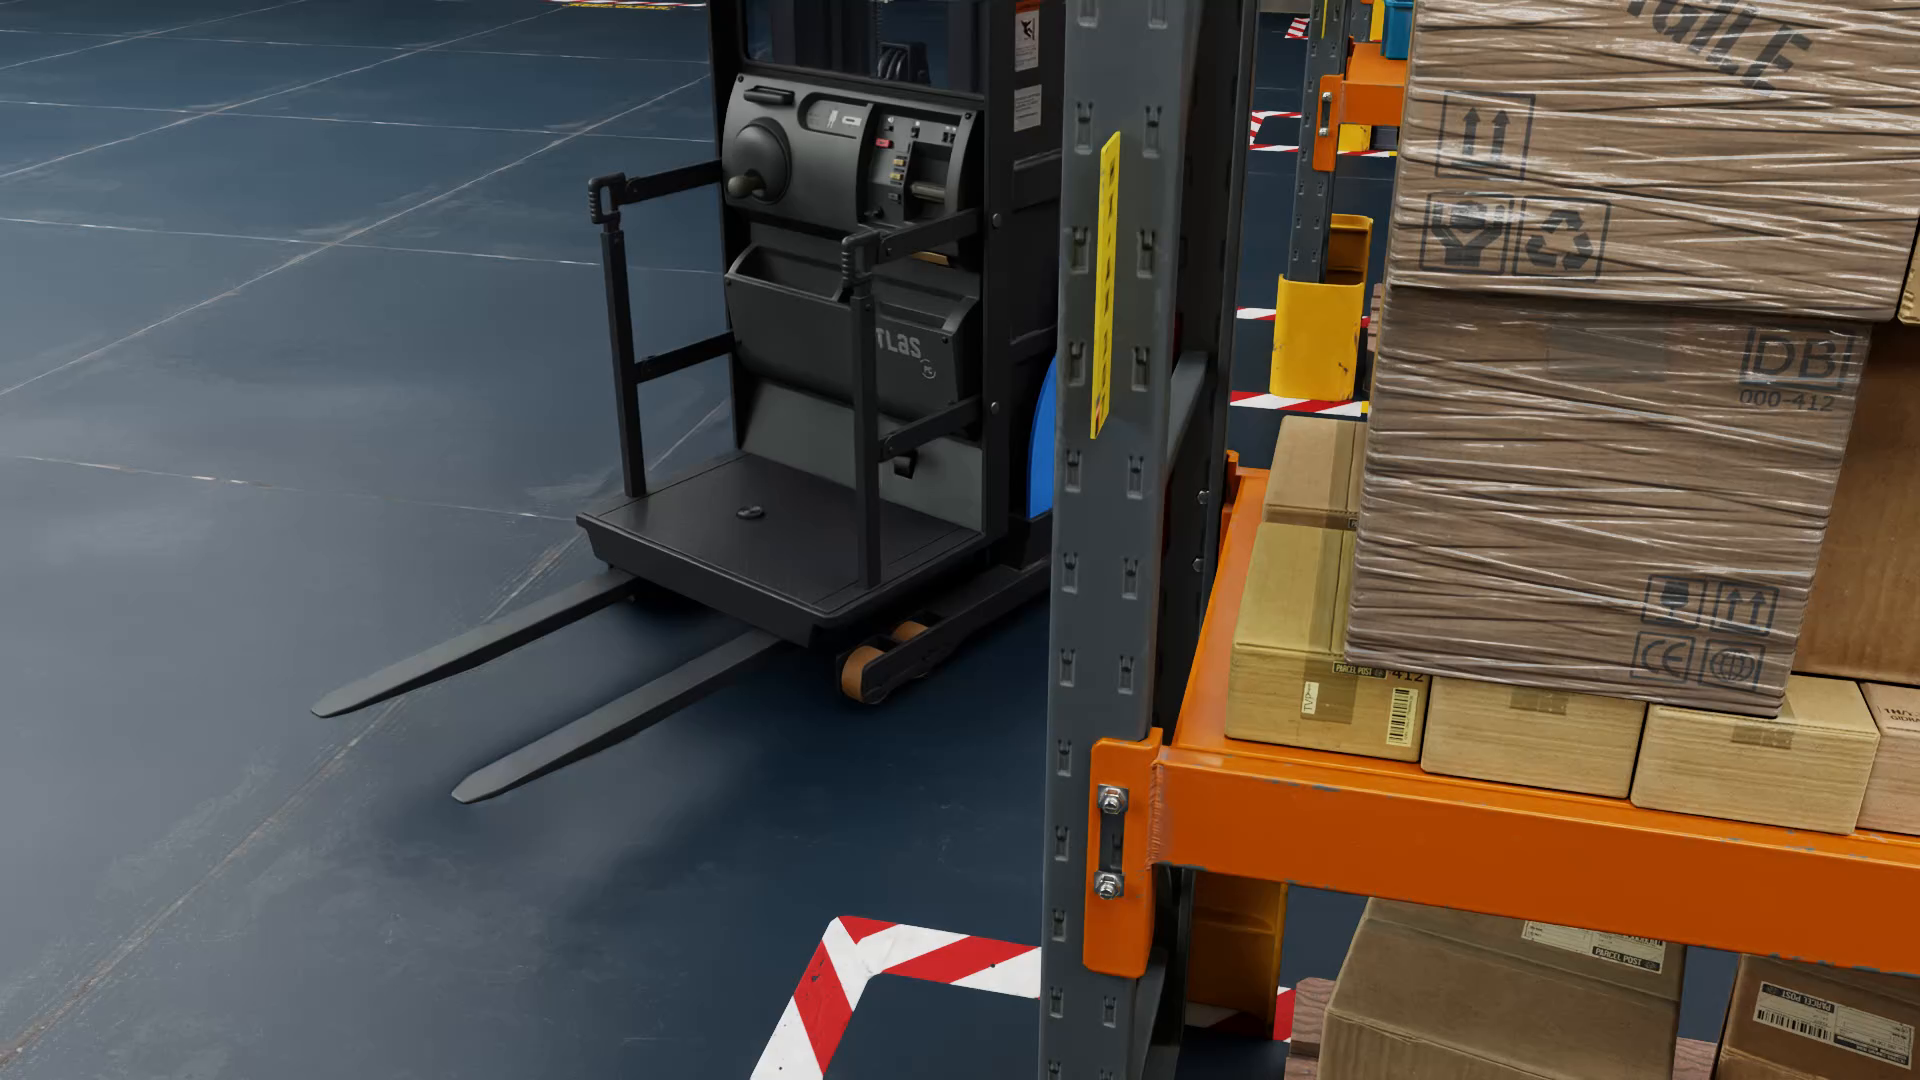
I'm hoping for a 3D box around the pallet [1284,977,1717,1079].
[{"bbox_3d":[1.148,1.255,2.868,1.213,0.211,1.003,6,26,13],"label":"pallet"}]

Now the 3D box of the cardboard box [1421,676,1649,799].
[{"bbox_3d":[0.750,0.164,2.208,0.250,0.149,0.380,6,26,13],"label":"cardboard box"}]

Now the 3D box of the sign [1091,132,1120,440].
[{"bbox_3d":[0.161,-0.279,1.839,0.005,0.325,0.100,6,26,13],"label":"sign"}]

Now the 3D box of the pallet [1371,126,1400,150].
[{"bbox_3d":[3.518,-2.914,11.625,1.213,0.211,1.003,6,26,13],"label":"pallet"}]

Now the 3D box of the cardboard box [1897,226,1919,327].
[{"bbox_3d":[1.243,-0.516,1.719,0.500,0.500,0.500,6,26,13],"label":"cardboard box"}]

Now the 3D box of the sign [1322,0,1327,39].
[{"bbox_3d":[1.389,-2.072,6.291,0.005,0.325,0.100,6,26,13],"label":"sign"}]

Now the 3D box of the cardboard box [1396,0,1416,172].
[{"bbox_3d":[0.890,-0.789,2.292,0.500,0.500,0.500,6,26,13],"label":"cardboard box"}]

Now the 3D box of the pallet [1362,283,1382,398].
[{"bbox_3d":[2.401,-0.839,7.267,1.213,0.211,1.003,6,26,13],"label":"pallet"}]

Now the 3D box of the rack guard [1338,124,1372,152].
[{"bbox_3d":[2.744,-3.112,11.704,0.348,0.500,1.175,6,26,13],"label":"rack guard"}]

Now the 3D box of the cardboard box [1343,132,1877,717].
[{"bbox_3d":[0.822,-0.223,2.267,0.500,0.500,0.875,6,26,13],"label":"cardboard box"}]

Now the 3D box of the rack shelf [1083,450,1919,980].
[{"bbox_3d":[2.233,0.425,2.205,4.000,0.370,1.077,6,26,13],"label":"rack shelf"}]

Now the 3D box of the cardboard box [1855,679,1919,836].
[{"bbox_3d":[1.236,0.215,2.101,0.250,0.149,0.380,6,26,13],"label":"cardboard box"}]

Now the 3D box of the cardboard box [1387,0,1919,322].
[{"bbox_3d":[0.761,-0.572,1.837,0.500,0.500,0.500,6,26,13],"label":"cardboard box"}]

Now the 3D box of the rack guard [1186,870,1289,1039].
[{"bbox_3d":[0.370,1.023,3.020,0.348,0.500,1.175,6,26,13],"label":"rack guard"}]

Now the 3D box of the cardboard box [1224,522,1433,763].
[{"bbox_3d":[0.513,0.129,2.281,0.250,0.149,0.380,6,26,13],"label":"cardboard box"}]

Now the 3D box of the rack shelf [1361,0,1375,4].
[{"bbox_3d":[4.704,-3.699,10.866,4.000,0.370,1.077,6,26,13],"label":"rack shelf"}]

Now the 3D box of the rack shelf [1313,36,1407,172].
[{"bbox_3d":[3.467,-1.637,6.536,4.000,0.370,1.077,6,26,13],"label":"rack shelf"}]

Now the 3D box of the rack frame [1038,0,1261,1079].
[{"bbox_3d":[0.296,-0.114,2.500,0.127,3.000,1.000,6,26,13],"label":"rack frame"}]

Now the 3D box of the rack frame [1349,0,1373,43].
[{"bbox_3d":[2.767,-4.238,11.161,0.127,3.000,1.000,6,26,13],"label":"rack frame"}]

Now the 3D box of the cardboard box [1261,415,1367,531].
[{"bbox_3d":[0.624,-0.056,2.670,0.250,0.149,0.380,6,26,13],"label":"cardboard box"}]

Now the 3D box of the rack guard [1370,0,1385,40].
[{"bbox_3d":[4.071,-5.164,16.014,0.348,0.500,1.175,6,26,13],"label":"rack guard"}]

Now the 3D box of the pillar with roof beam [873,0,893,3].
[{"bbox_3d":[-1.993,-8.144,12.388,0.400,9.000,9.100,6,26,13],"label":"pillar with roof beam"}]

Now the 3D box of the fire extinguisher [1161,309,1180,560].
[{"bbox_3d":[0.300,-0.283,2.945,0.183,0.674,0.296,6,26,13],"label":"fire extinguisher"}]

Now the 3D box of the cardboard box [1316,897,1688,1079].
[{"bbox_3d":[0.897,0.899,2.792,0.500,0.500,0.500,11,28,23],"label":"cardboard box"}]

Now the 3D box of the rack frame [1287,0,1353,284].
[{"bbox_3d":[1.530,-2.176,6.831,0.127,3.000,1.000,6,26,13],"label":"rack frame"}]

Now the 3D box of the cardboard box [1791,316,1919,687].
[{"bbox_3d":[1.336,-0.219,2.259,0.500,0.500,0.875,6,26,13],"label":"cardboard box"}]

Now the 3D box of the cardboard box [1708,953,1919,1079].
[{"bbox_3d":[1.484,0.949,2.687,0.500,0.500,0.500,14,29,26],"label":"cardboard box"}]

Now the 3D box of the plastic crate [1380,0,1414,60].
[{"bbox_3d":[2.089,-2.180,7.012,0.616,0.251,0.499,6,26,13],"label":"plastic crate"}]

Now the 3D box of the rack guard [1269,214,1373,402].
[{"bbox_3d":[1.615,-1.059,7.392,0.348,0.500,1.175,6,26,13],"label":"rack guard"}]

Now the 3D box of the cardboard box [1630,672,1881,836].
[{"bbox_3d":[0.989,0.197,2.139,0.250,0.149,0.380,6,26,13],"label":"cardboard box"}]

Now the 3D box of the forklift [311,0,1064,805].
[{"bbox_3d":[-0.466,-1.094,4.639,1.130,2.935,3.031,19,32,35],"label":"forklift"}]
